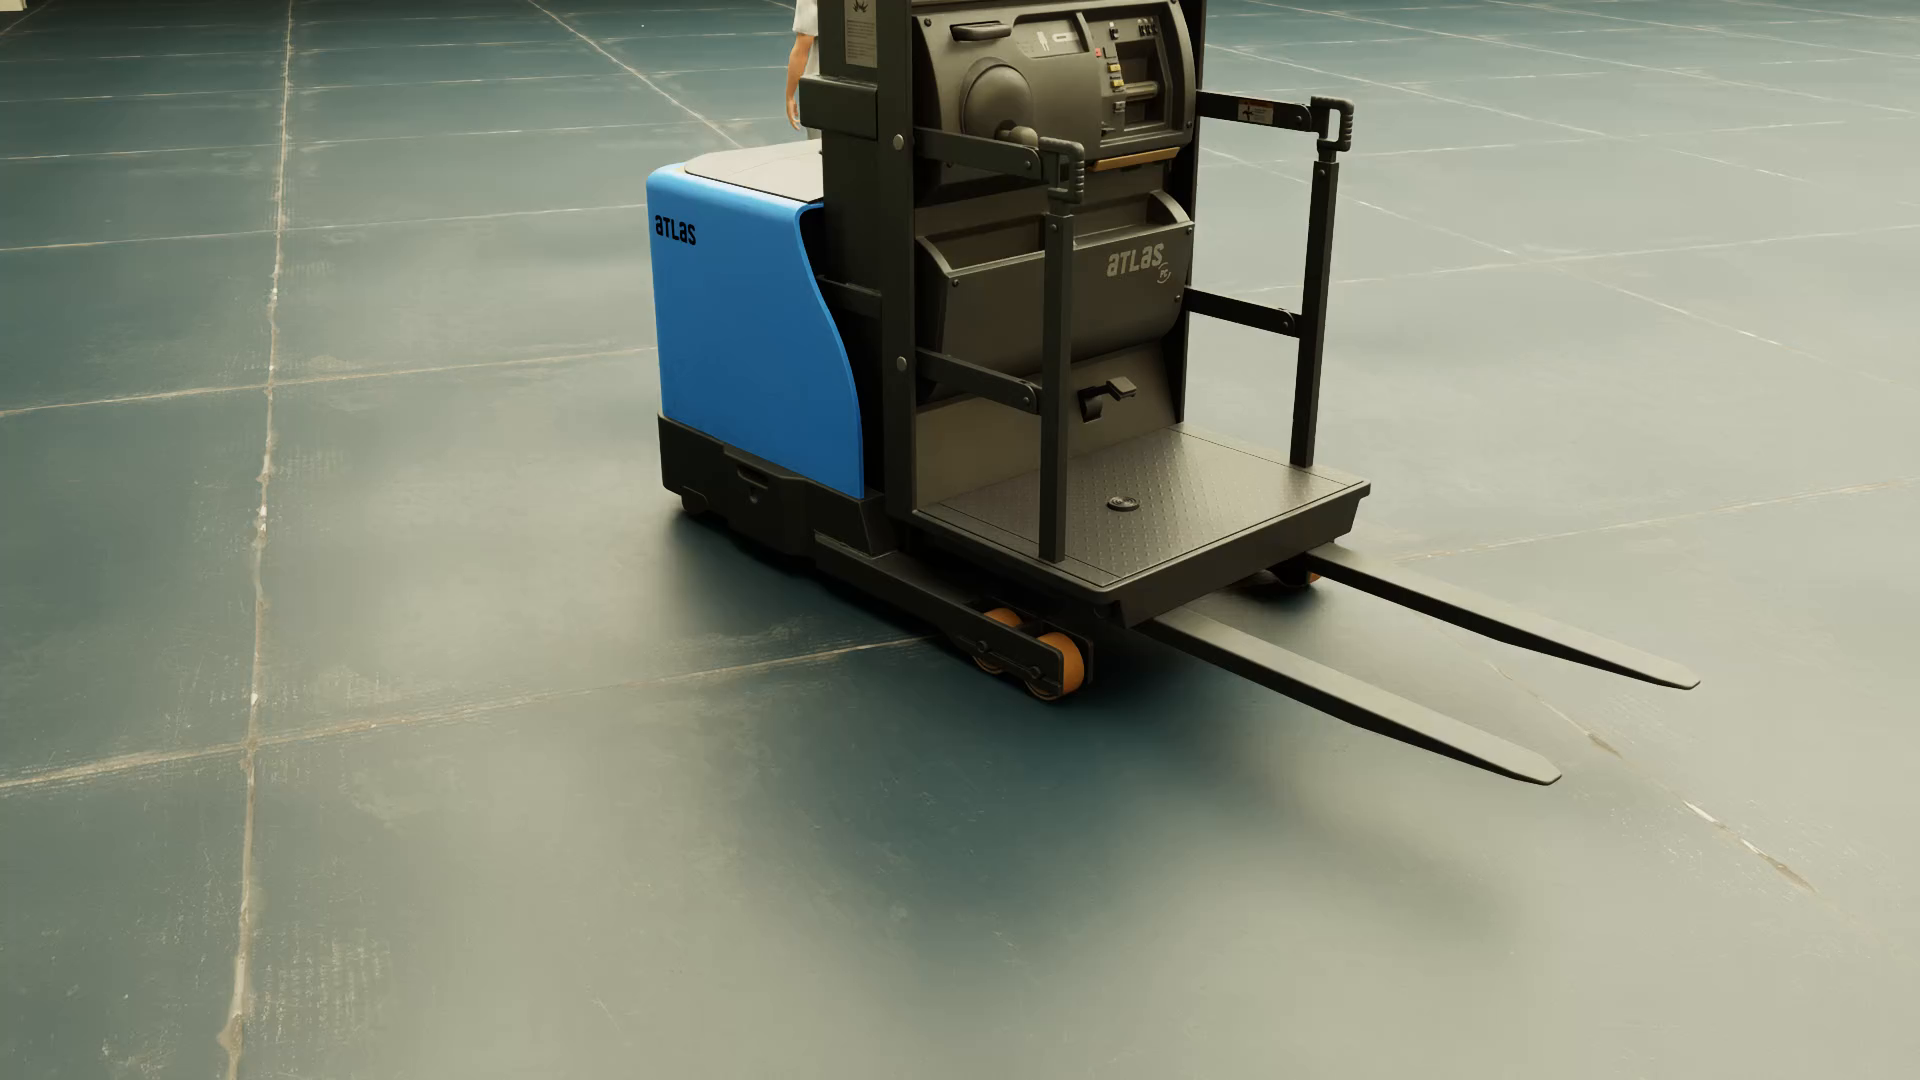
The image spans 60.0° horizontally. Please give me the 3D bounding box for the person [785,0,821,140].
[{"bbox_3d":[-0.594,-2.094,7.878,0.550,1.673,0.548,-13,26,-29],"label":"person"}]

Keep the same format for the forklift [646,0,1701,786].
[{"bbox_3d":[0.409,-1.176,4.096,1.130,2.935,3.031,-19,30,-38],"label":"forklift"}]
